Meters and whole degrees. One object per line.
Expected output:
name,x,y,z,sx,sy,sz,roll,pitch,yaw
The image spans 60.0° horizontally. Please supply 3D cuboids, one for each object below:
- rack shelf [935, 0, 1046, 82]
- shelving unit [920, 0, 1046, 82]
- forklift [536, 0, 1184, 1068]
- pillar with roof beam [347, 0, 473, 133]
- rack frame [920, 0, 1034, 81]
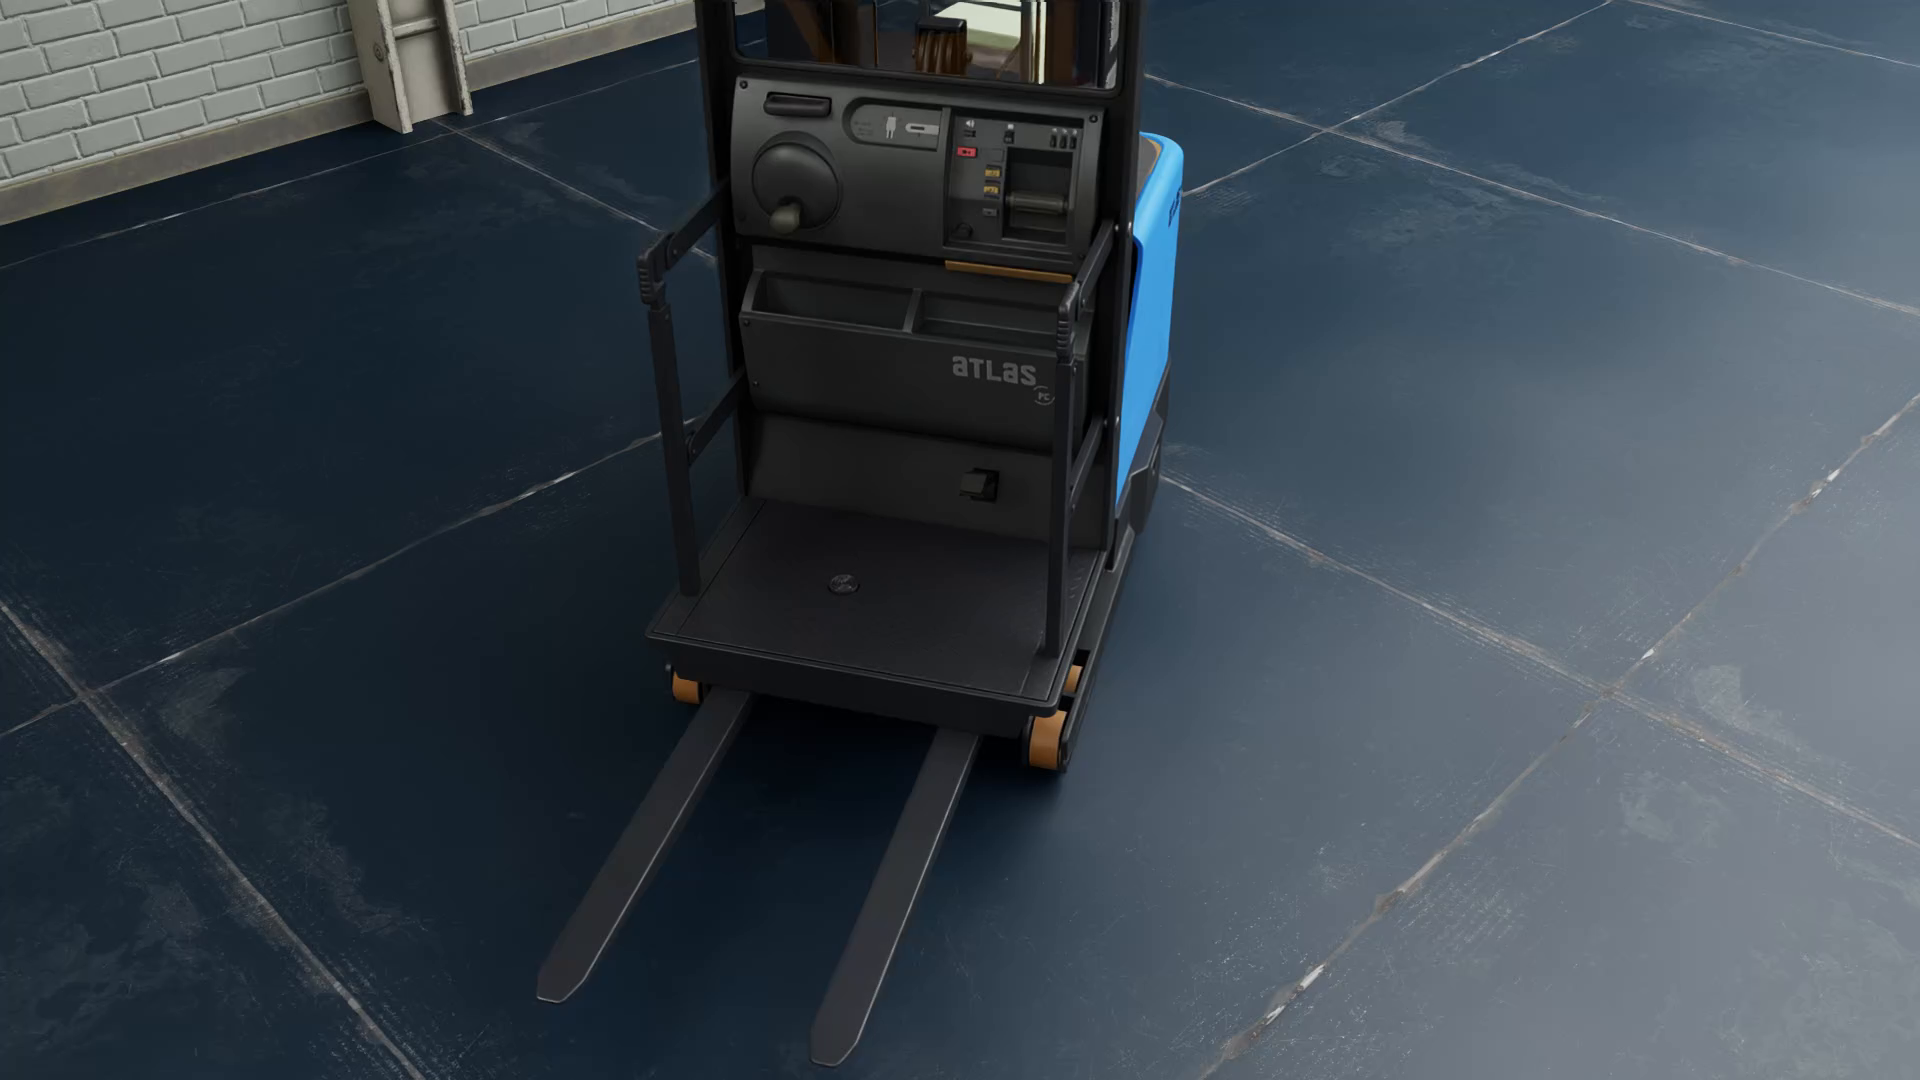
rack shelf,0.228,-1.674,5.657,0.431,0.370,0.720,18,39,23
shelving unit,0.228,-1.354,5.880,0.431,1.500,0.755,18,39,23
forklift,-0.170,-0.845,3.899,1.130,2.935,3.031,9,36,12
pillar with roof beam,0.377,-4.072,3.222,9.100,9.000,0.400,30,45,35
rack frame,0.050,-1.171,5.618,0.400,1.500,0.023,18,39,23
